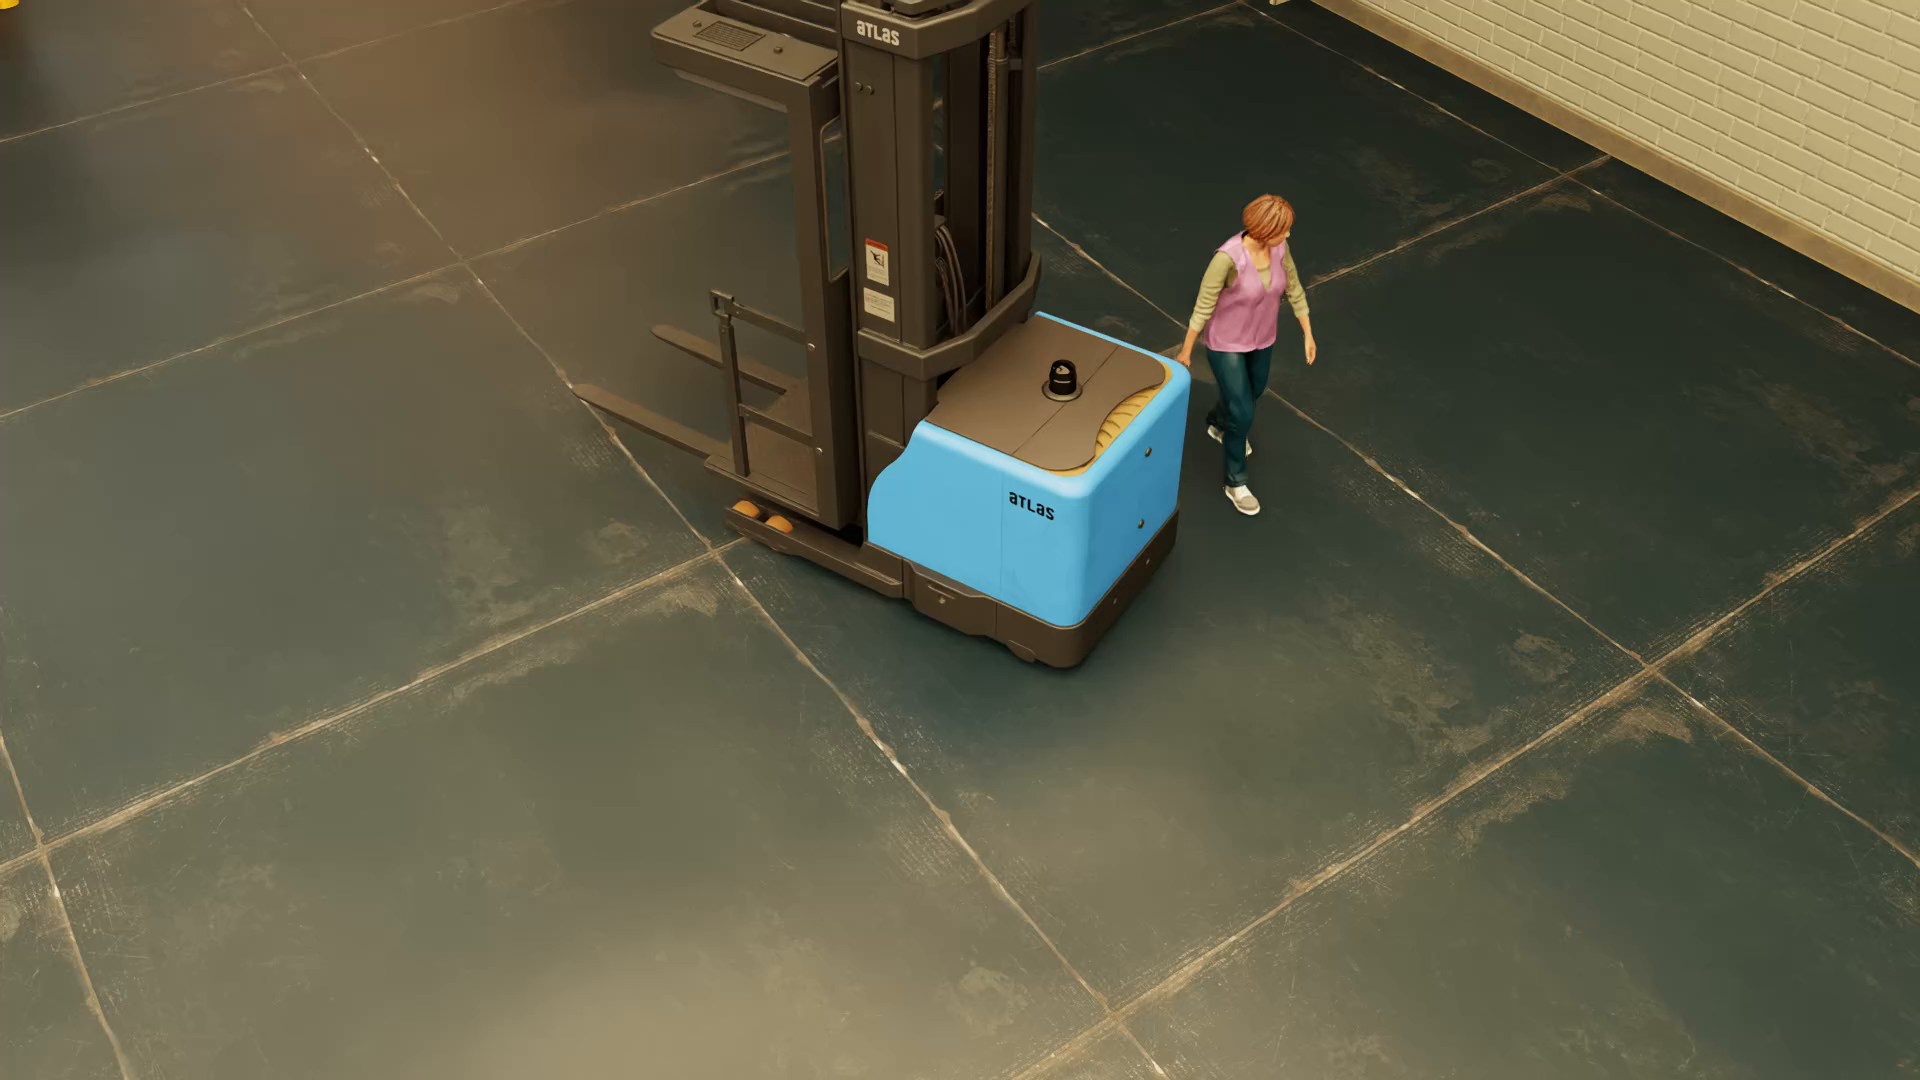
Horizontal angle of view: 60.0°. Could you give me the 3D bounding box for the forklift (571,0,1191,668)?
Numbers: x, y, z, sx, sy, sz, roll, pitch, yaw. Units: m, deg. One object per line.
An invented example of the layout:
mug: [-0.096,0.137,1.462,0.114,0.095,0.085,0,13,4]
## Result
forklift: [-0.511,-1.302,7.129,3.031,2.935,1.130,24,48,24]

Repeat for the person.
person: [1.319,-0.883,7.699,0.583,1.549,0.677,-25,48,-24]
